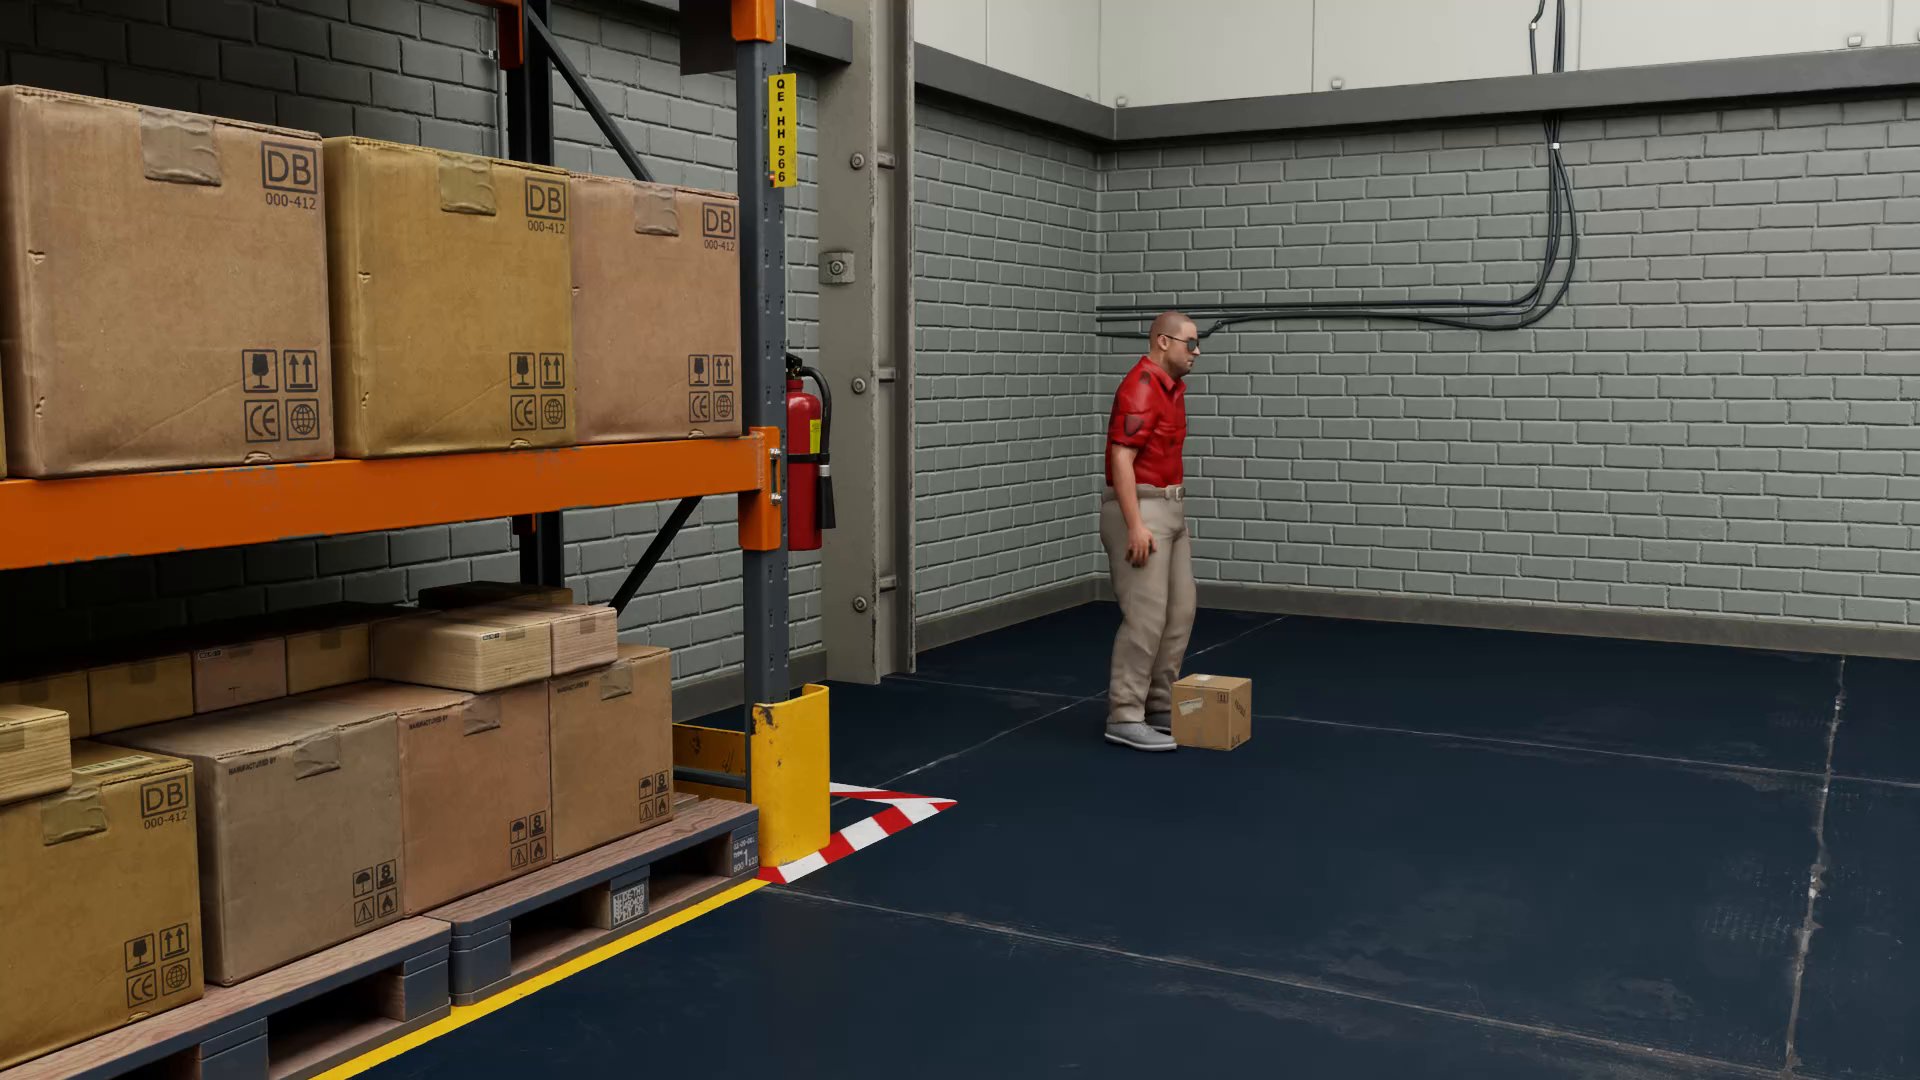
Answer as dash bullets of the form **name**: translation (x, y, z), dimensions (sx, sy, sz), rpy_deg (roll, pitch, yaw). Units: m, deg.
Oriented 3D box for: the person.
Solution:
- **person**: translation (0.804, -0.055, 6.733), dimensions (0.436, 1.725, 0.595), rpy_deg (3, 7, 25)
